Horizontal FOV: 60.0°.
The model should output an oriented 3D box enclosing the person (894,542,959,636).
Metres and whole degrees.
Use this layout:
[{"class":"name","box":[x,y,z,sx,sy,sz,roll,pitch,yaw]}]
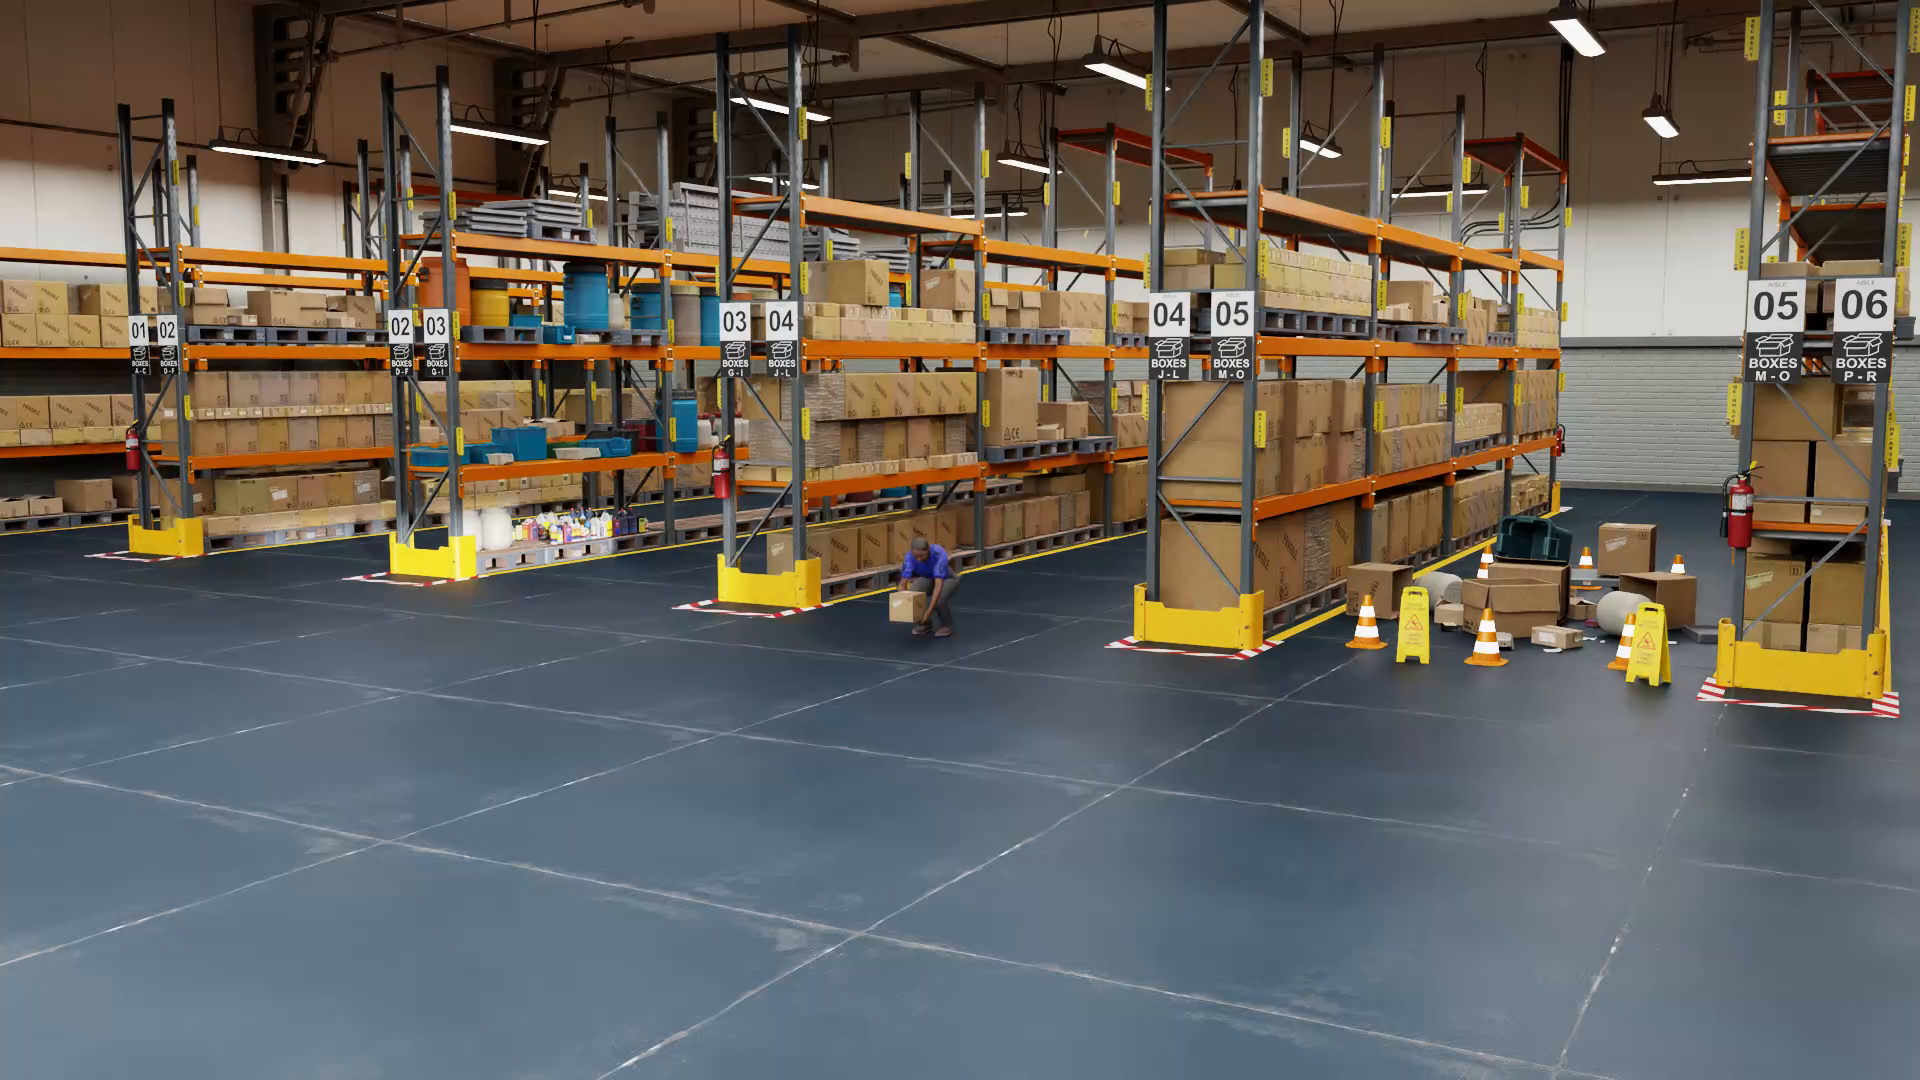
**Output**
[{"class":"person","box":[-0.299,0.451,15.643,0.490,0.929,0.820,3,7,28]}]
